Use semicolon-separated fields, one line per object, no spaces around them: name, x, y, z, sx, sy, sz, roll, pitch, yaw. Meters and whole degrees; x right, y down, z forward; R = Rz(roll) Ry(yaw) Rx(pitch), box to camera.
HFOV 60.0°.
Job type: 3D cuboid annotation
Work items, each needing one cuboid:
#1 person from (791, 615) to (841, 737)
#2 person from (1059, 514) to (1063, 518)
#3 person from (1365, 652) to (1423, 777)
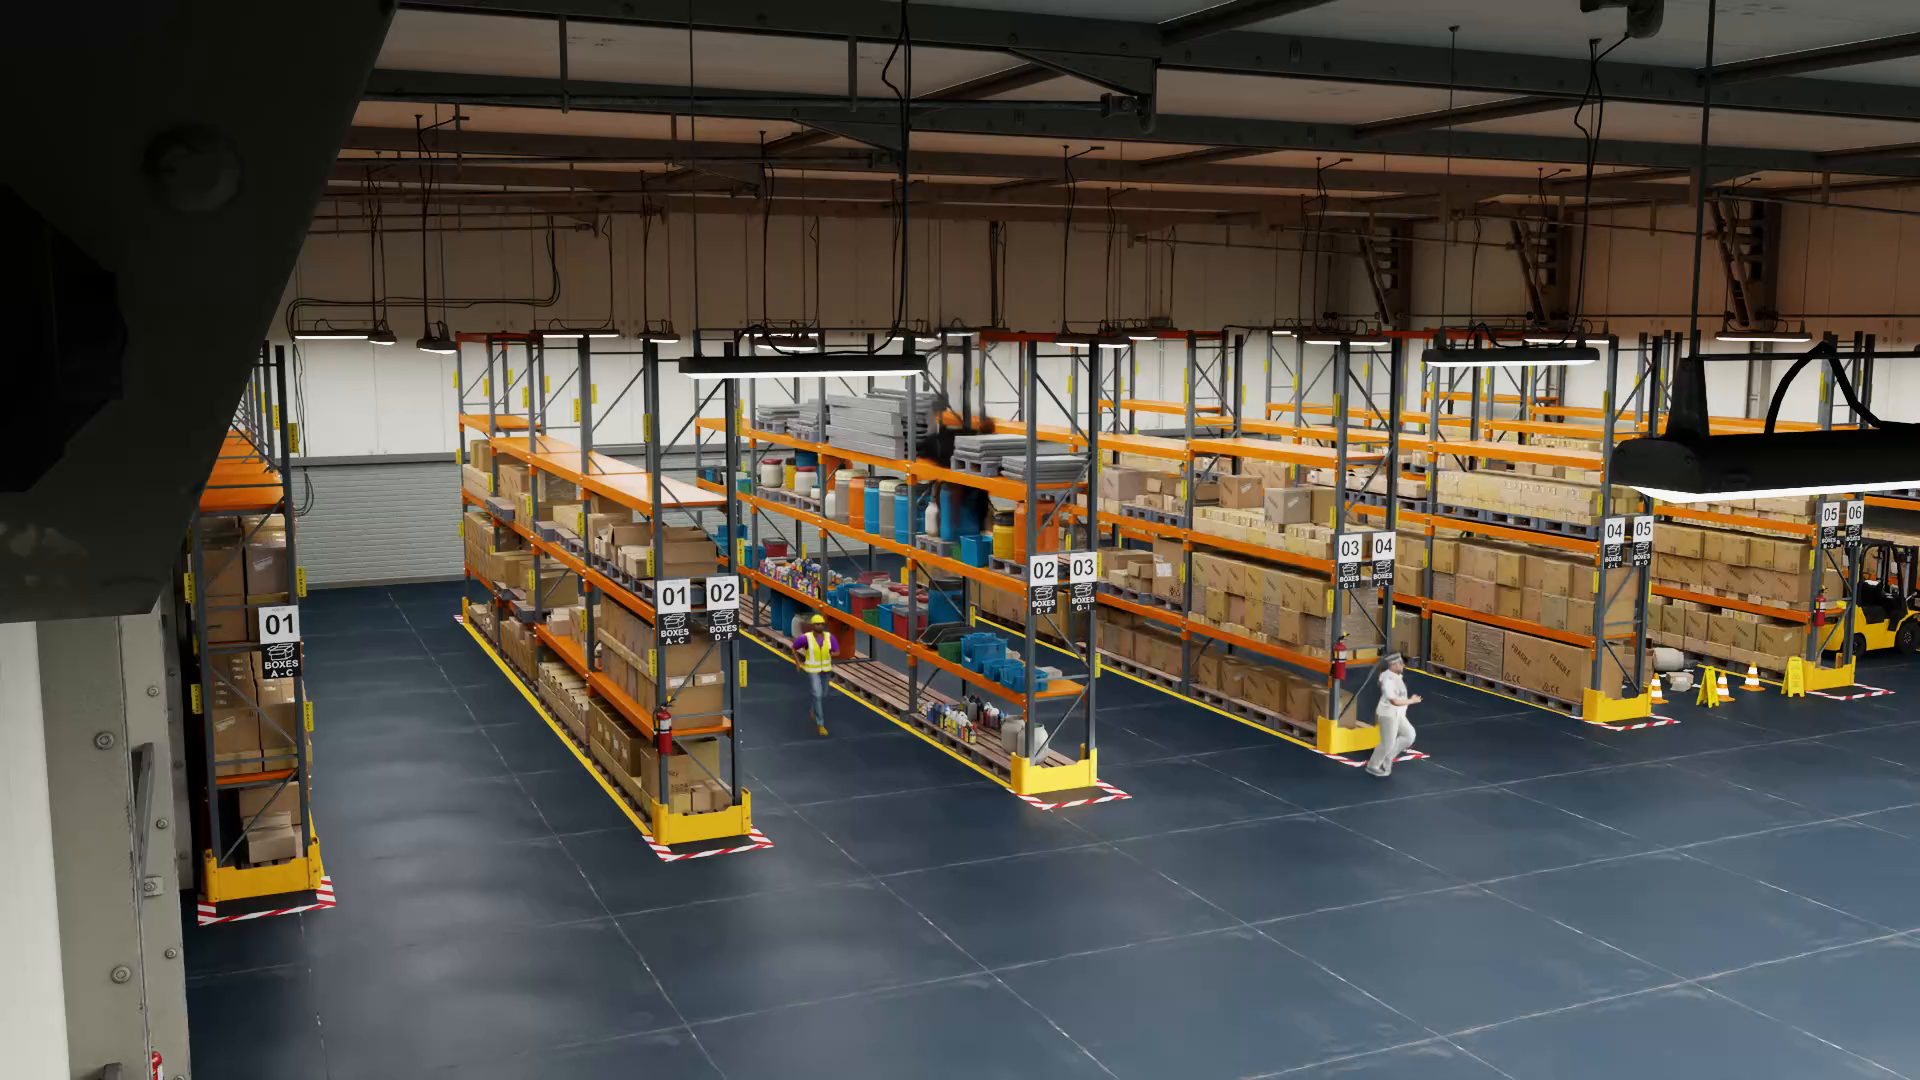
person;-2.156;2.019;25.376;0.693;1.776;0.946;-4;9;-27
person;2.243;0.171;39.941;0.620;1.616;0.589;0;8;-1
person;5.964;2.393;22.796;0.726;1.761;0.657;4;9;25
